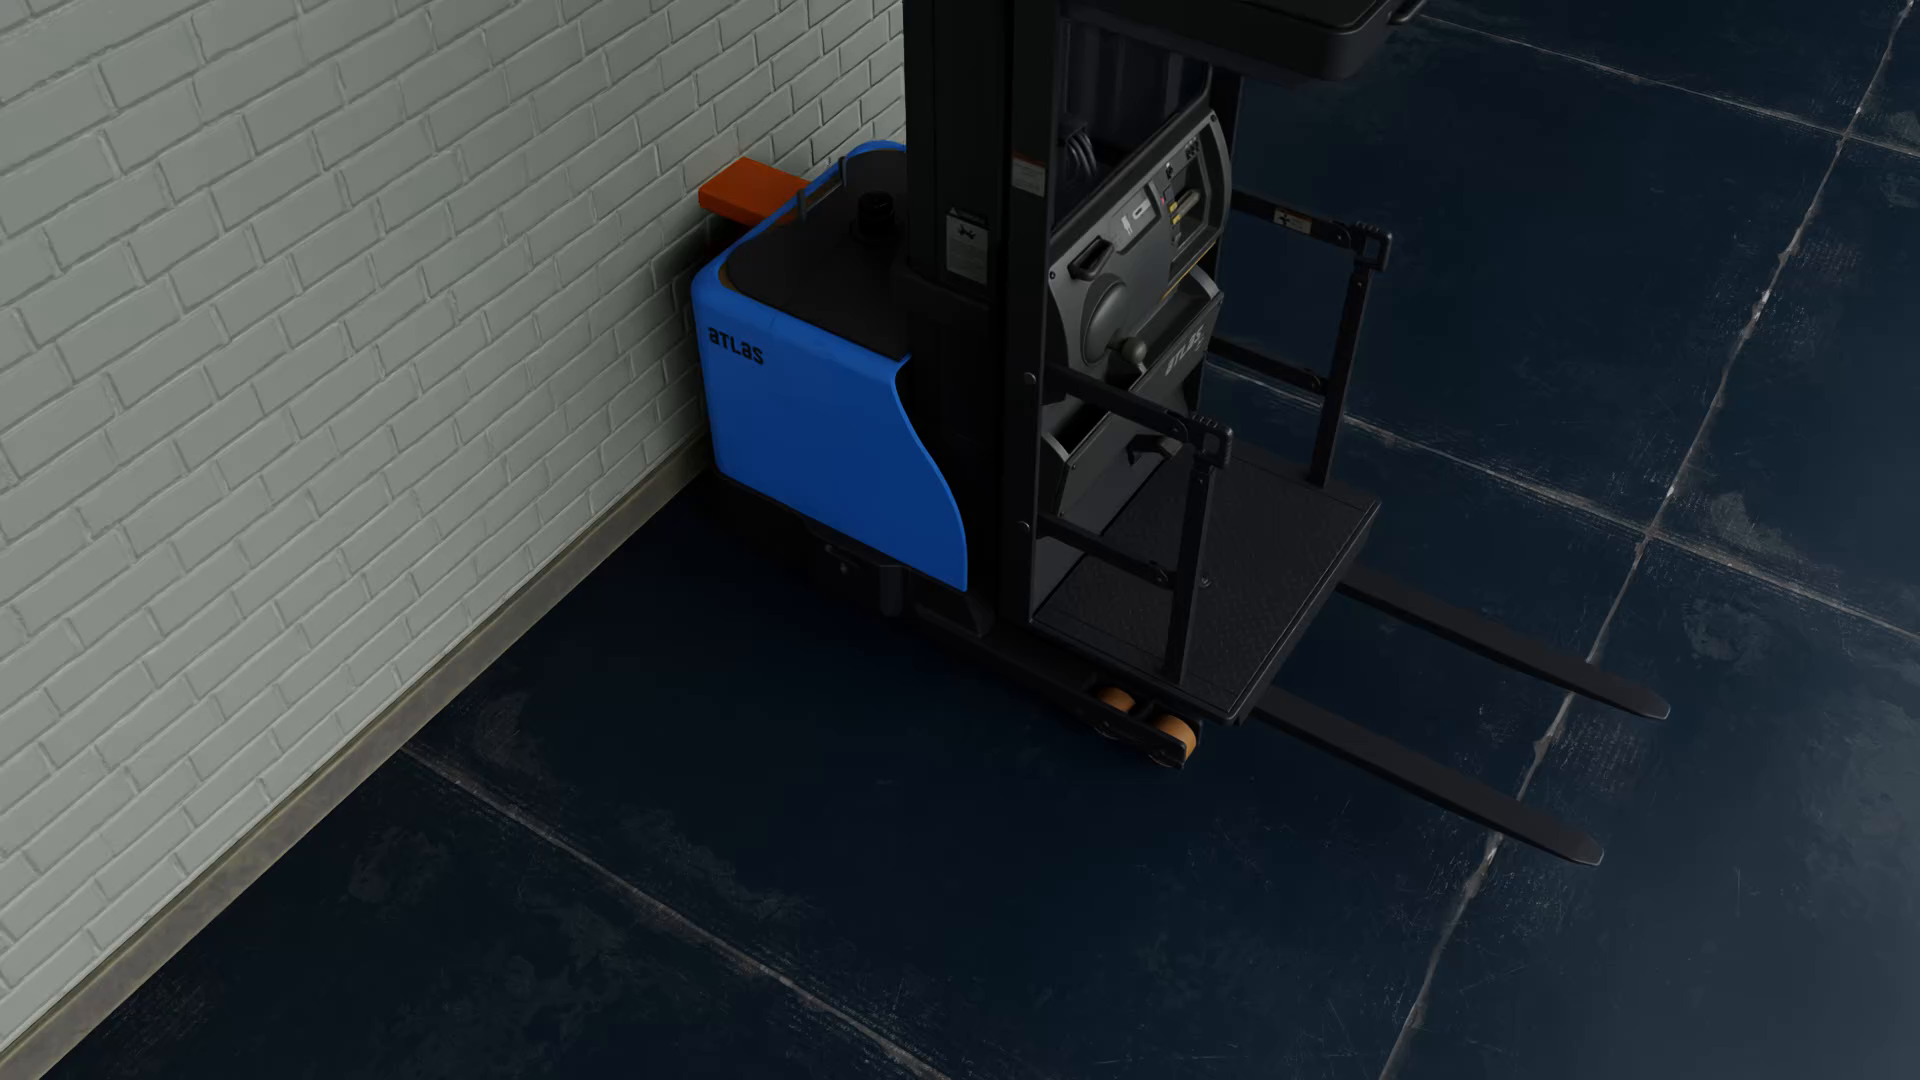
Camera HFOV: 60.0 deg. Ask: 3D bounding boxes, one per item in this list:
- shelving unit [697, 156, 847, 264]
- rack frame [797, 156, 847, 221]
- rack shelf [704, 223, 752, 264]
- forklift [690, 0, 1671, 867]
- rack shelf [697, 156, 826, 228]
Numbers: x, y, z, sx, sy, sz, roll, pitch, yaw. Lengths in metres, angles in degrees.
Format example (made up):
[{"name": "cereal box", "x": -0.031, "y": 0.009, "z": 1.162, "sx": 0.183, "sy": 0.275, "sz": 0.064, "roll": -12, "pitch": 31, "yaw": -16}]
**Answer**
[{"name": "shelving unit", "x": -0.644, "y": -0.809, "z": 5.686, "sx": 0.503, "sy": 1.200, "sz": 0.258, "roll": 25, "pitch": 50, "yaw": 22}, {"name": "rack frame", "x": -0.439, "y": -0.714, "z": 5.594, "sx": 0.015, "sy": 1.200, "sz": 0.240, "roll": 25, "pitch": 50, "yaw": 22}, {"name": "rack shelf", "x": -0.642, "y": -0.920, "z": 5.575, "sx": 0.480, "sy": 0.148, "sz": 0.258, "roll": 25, "pitch": 50, "yaw": 22}, {"name": "forklift", "x": 0.674, "y": -0.768, "z": 4.452, "sx": 3.031, "sy": 2.935, "sz": 1.130, "roll": 25, "pitch": 51, "yaw": 23}, {"name": "rack shelf", "x": -0.639, "y": -1.087, "z": 5.408, "sx": 0.480, "sy": 0.148, "sz": 0.258, "roll": 25, "pitch": 50, "yaw": 22}]
